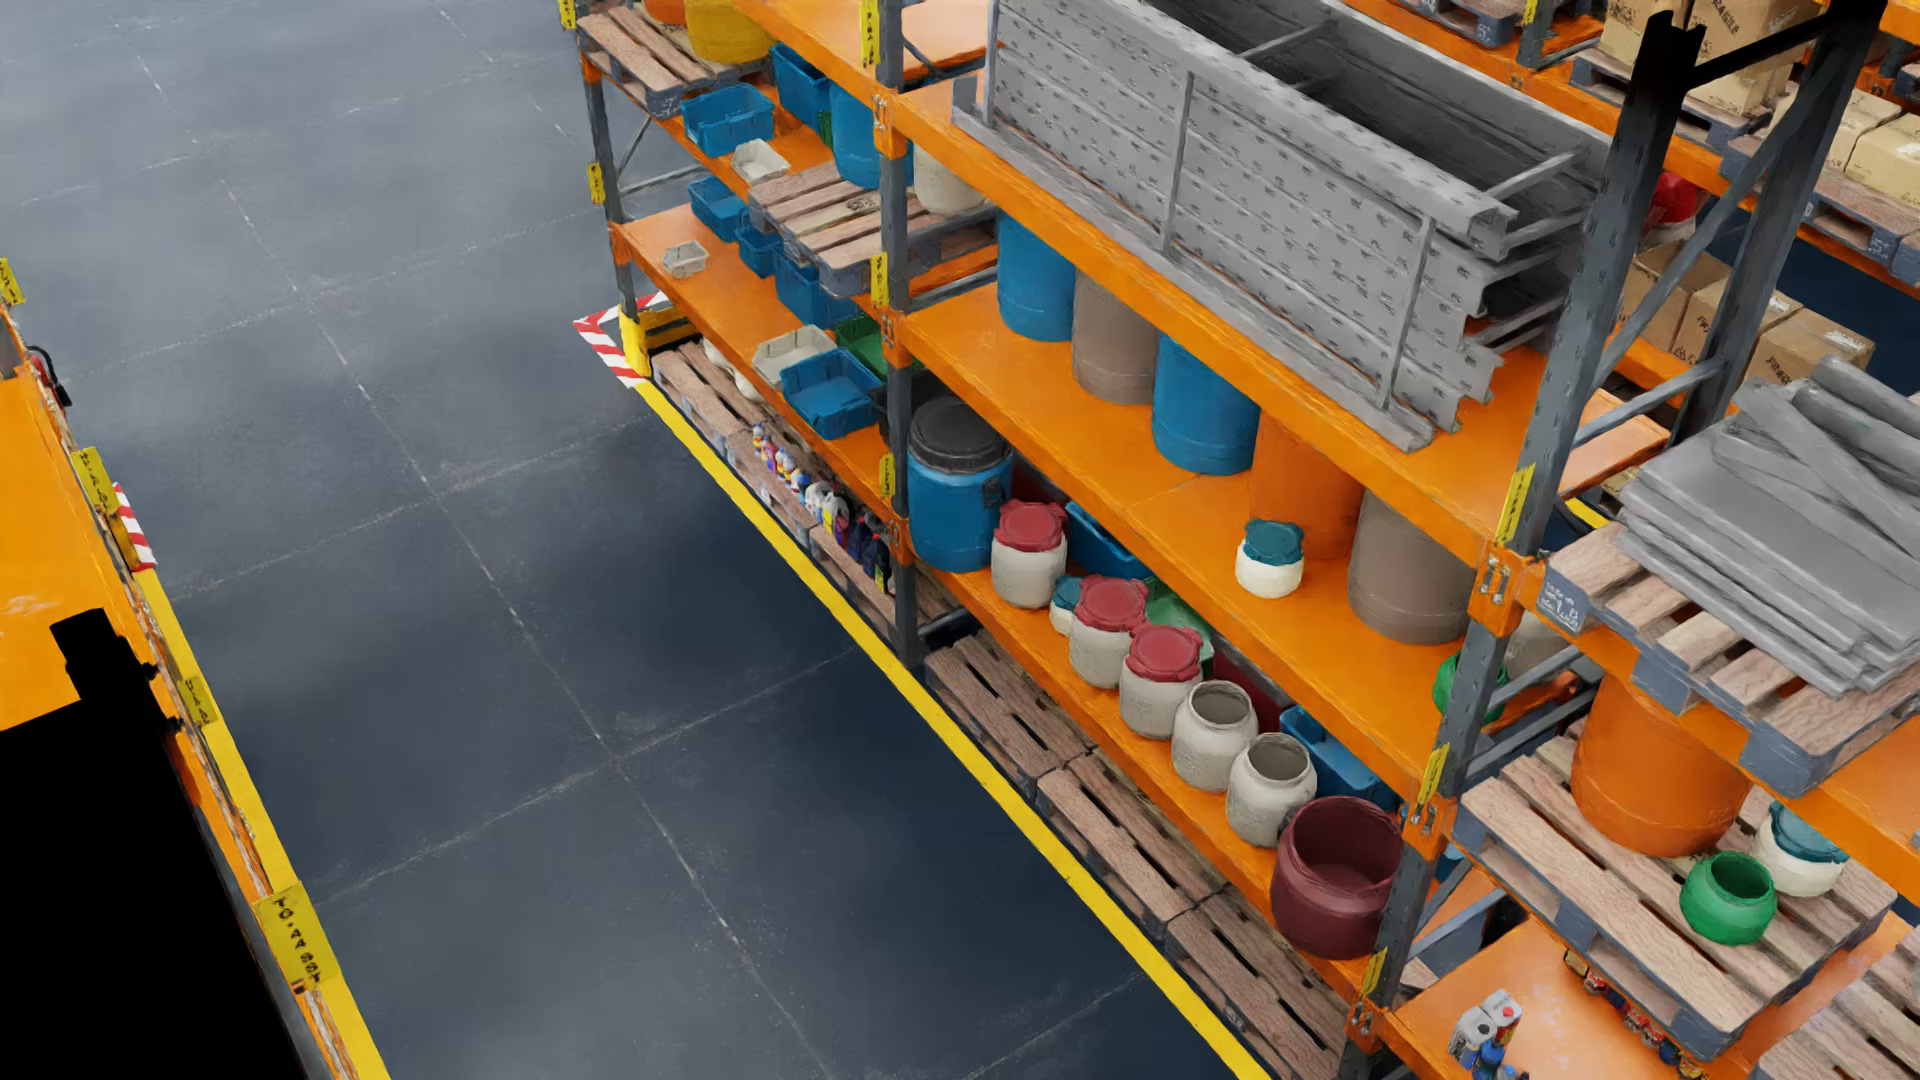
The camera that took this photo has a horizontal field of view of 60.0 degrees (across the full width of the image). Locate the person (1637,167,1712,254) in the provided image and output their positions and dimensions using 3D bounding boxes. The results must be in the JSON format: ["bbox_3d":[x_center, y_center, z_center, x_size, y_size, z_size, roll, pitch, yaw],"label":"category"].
[{"bbox_3d":[5.620,-2.424,13.167,0.664,1.676,0.535,-26,49,-26],"label":"person"}]
